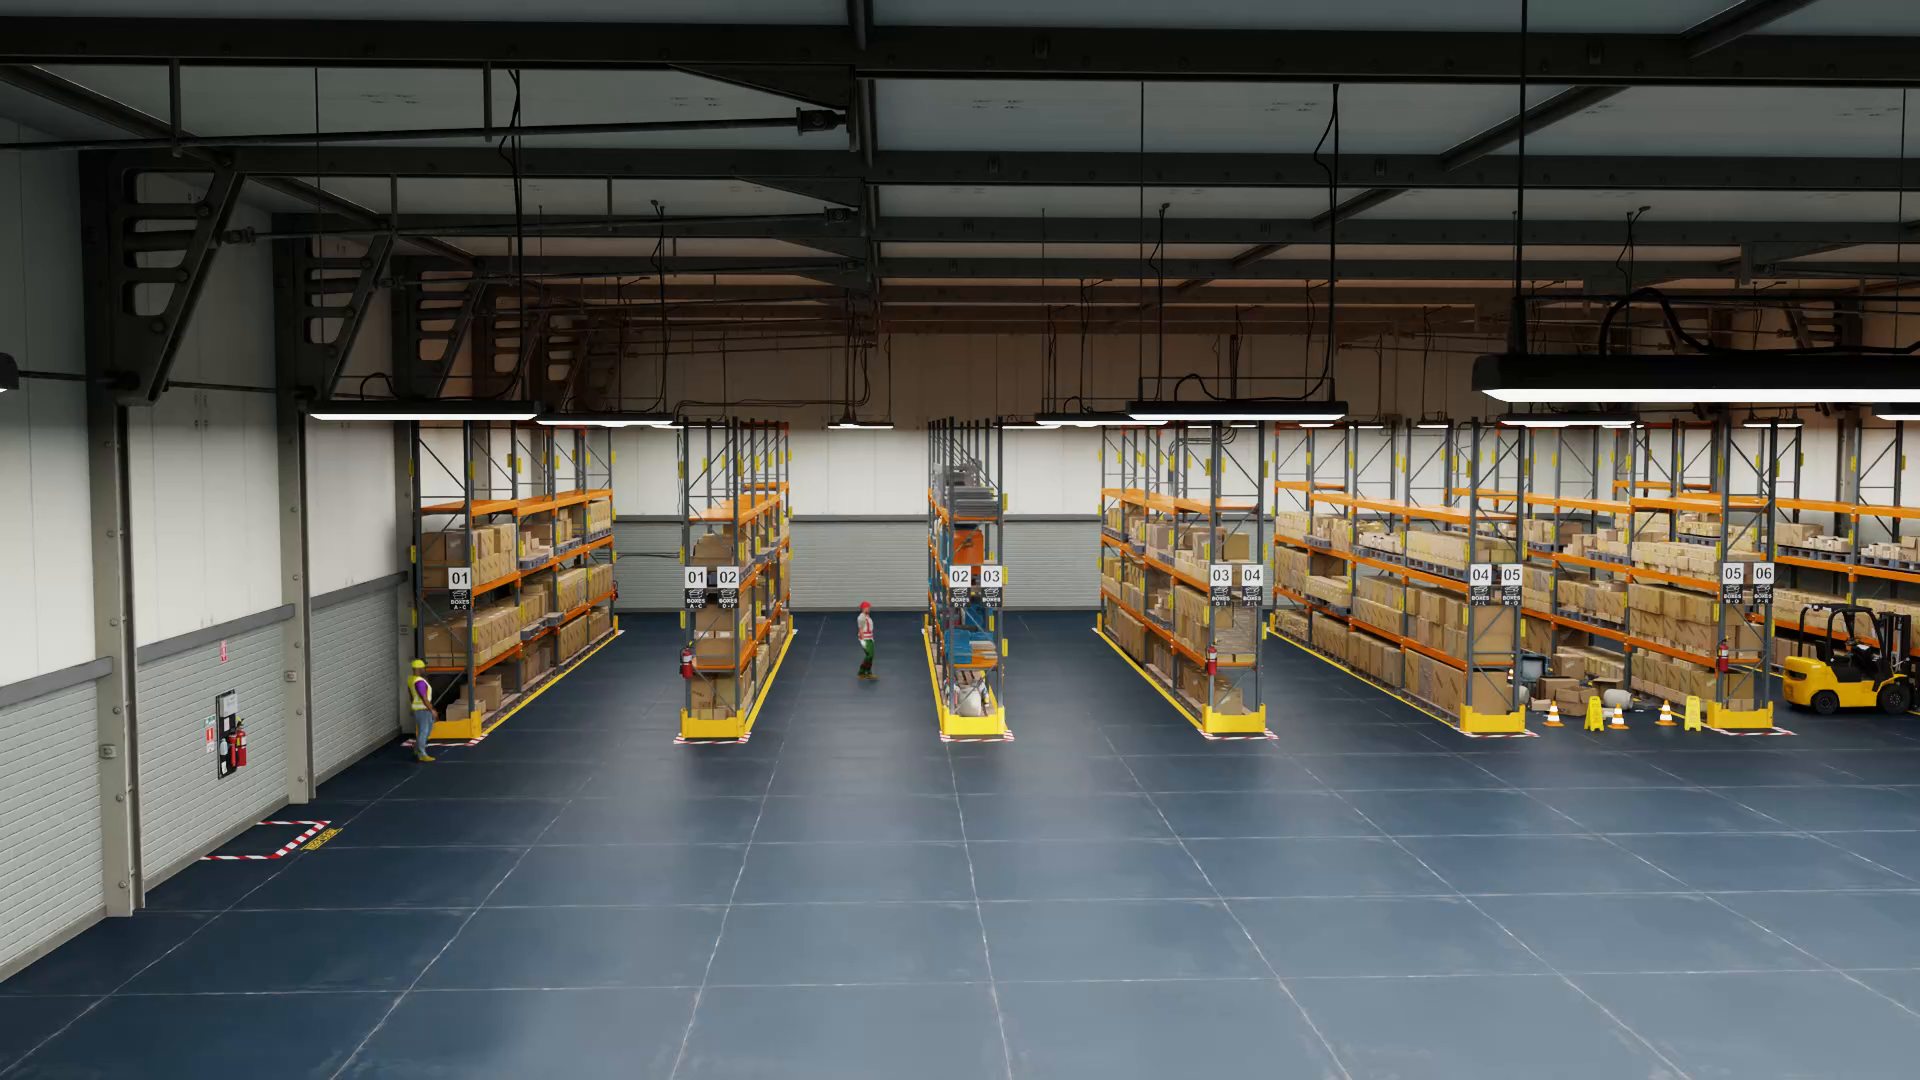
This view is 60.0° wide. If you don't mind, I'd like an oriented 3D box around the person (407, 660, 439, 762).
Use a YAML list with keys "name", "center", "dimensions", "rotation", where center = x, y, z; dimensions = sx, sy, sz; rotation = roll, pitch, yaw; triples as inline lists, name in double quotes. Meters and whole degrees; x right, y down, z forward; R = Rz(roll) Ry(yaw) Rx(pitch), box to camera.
- name: "person"
  center: [-9.339, 2.962, 28.950]
  dimensions: [0.553, 1.789, 0.662]
  rotation: [-1, 4, -12]

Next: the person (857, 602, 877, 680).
- name: "person"
  center: [-2.131, 2.341, 38.554]
  dimensions: [0.429, 1.821, 0.572]
  rotation: [1, 4, 13]
